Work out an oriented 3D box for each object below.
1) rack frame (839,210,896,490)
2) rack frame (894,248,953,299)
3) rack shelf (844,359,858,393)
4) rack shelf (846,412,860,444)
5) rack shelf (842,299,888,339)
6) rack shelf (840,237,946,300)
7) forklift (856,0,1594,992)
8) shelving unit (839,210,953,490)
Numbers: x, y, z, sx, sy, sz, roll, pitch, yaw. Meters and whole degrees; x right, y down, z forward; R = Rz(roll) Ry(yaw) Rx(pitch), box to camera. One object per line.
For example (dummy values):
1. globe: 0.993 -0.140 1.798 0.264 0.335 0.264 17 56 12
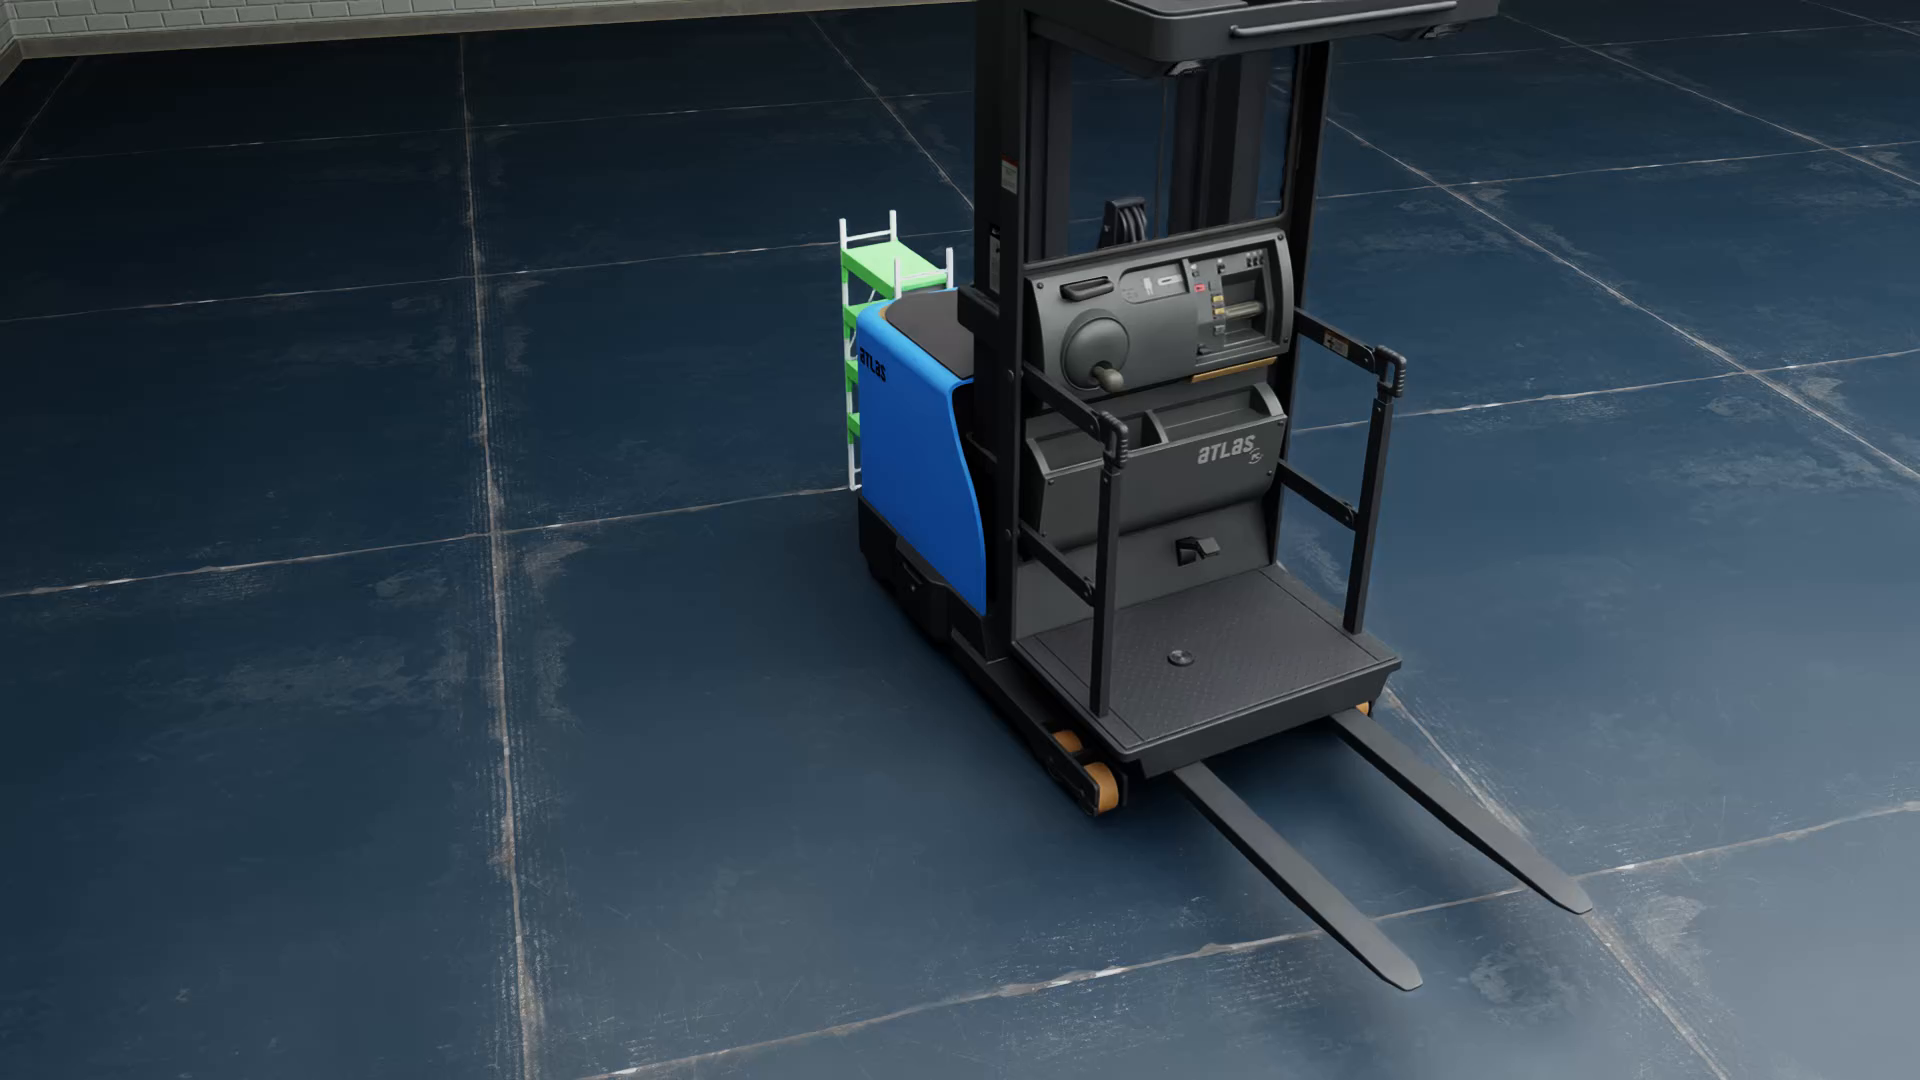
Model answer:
1. rack frame: -0.365 -0.764 6.873 0.240 1.200 0.015 -15 33 -24
2. rack frame: -0.136 -0.548 6.500 0.240 1.200 0.015 -15 33 -24
3. rack shelf: -0.250 -0.601 6.718 0.258 0.148 0.480 -15 33 -24
4. rack shelf: -0.250 -0.393 6.838 0.258 0.148 0.480 -15 33 -24
5. rack shelf: -0.250 -0.809 6.598 0.258 0.148 0.480 -15 33 -24
6. rack shelf: -0.250 -1.016 6.478 0.258 0.148 0.480 -15 33 -24
7. forklift: 0.738 -0.659 4.963 1.130 2.935 3.031 -15 33 -24
8. shelving unit: -0.250 -0.656 6.686 0.258 1.200 0.503 -15 33 -24
